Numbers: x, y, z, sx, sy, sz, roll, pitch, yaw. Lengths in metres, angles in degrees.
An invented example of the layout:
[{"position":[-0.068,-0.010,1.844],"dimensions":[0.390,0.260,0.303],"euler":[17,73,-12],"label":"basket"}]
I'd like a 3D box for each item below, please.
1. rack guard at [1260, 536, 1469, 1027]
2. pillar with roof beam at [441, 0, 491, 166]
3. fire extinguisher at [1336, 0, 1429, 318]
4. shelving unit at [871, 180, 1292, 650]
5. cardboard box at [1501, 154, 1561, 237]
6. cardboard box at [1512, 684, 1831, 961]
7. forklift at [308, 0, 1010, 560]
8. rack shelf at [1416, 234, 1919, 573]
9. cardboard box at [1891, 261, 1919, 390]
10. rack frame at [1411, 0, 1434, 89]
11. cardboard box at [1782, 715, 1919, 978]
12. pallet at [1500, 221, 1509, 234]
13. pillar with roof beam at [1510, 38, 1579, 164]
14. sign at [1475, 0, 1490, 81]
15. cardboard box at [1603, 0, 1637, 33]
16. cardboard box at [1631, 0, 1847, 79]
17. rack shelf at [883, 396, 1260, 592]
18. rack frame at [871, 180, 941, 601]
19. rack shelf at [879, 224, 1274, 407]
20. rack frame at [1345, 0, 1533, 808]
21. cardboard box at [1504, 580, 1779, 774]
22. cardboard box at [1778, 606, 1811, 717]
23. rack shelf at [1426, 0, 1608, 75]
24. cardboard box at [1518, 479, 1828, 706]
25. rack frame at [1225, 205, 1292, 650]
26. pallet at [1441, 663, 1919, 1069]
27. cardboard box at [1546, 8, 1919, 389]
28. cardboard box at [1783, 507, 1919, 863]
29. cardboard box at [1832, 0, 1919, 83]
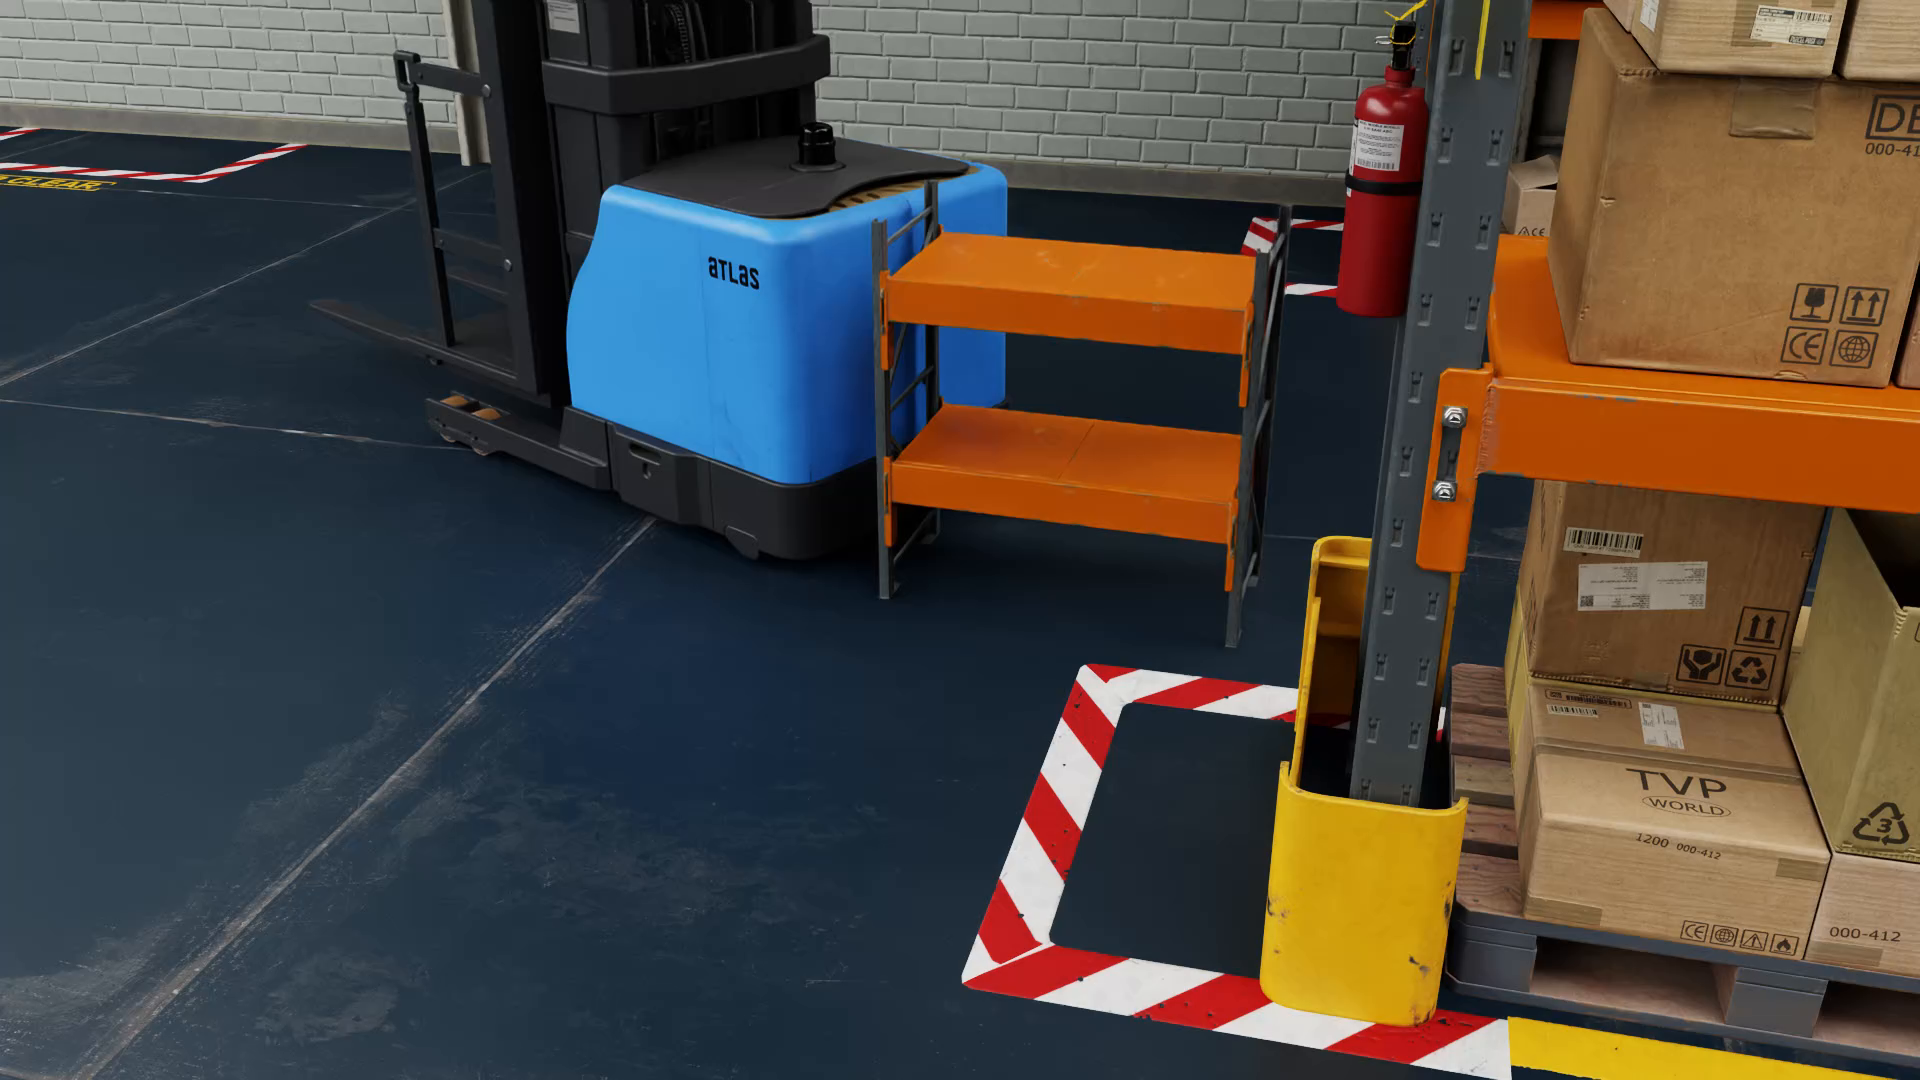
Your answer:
[{"position":[0.904,0.471,3.679],"dimensions":[0.348,0.500,1.175],"euler":[6,26,13],"label":"rack guard"},{"position":[-3.832,-4.562,4.363],"dimensions":[0.400,9.000,9.100],"euler":[6,26,13],"label":"pillar with roof beam"},{"position":[0.929,-0.826,3.585],"dimensions":[0.183,0.674,0.296],"euler":[6,26,13],"label":"fire extinguisher"},{"position":[0.337,-0.372,4.722],"dimensions":[1.048,1.125,0.538],"euler":[7,26,15],"label":"shelving unit"},{"position":[2.805,-1.591,7.718],"dimensions":[0.500,0.311,0.500],"euler":[3,26,7],"label":"cardboard box"},{"position":[1.391,0.547,3.322],"dimensions":[0.500,0.250,0.500],"euler":[6,26,13],"label":"cardboard box"},{"position":[-1.283,-1.773,5.564],"dimensions":[3.031,2.935,1.130],"euler":[20,32,36],"label":"forklift"},{"position":[2.864,-0.116,2.841],"dimensions":[4.000,0.370,1.077],"euler":[6,26,13],"label":"rack shelf"},{"position":[1.886,-0.591,2.885],"dimensions":[0.500,0.500,0.700],"euler":[7,26,14],"label":"cardboard box"},{"position":[2.158,-2.718,7.469],"dimensions":[0.127,3.000,1.000],"euler":[6,26,13],"label":"rack frame"},{"position":[1.877,0.599,3.213],"dimensions":[0.500,0.250,0.500],"euler":[6,26,13],"label":"cardboard box"},{"position":[3.009,-1.349,7.837],"dimensions":[1.213,0.211,1.003],"euler":[6,26,13],"label":"pallet"},{"position":[1.979,-3.919,3.014],"dimensions":[0.400,9.000,9.100],"euler":[6,26,13],"label":"pillar with roof beam"},{"position":[0.783,-0.851,2.449],"dimensions":[0.005,0.325,0.100],"euler":[6,26,13],"label":"sign"},{"position":[1.345,-1.031,3.056],"dimensions":[0.250,0.149,0.380],"euler":[6,26,12],"label":"cardboard box"},{"position":[1.254,-0.861,2.699],"dimensions":[0.250,0.149,0.380],"euler":[6,26,13],"label":"cardboard box"},{"position":[0.337,-0.151,4.827],"dimensions":[1.000,0.278,0.538],"euler":[7,26,15],"label":"rack shelf"},{"position":[-0.149,-0.435,4.855],"dimensions":[0.032,1.125,0.500],"euler":[7,26,15],"label":"rack frame"},{"position":[0.337,-0.636,4.596],"dimensions":[1.000,0.278,0.538],"euler":[7,26,15],"label":"rack shelf"},{"position":[0.927,-0.655,3.136],"dimensions":[0.127,3.000,1.000],"euler":[6,26,13],"label":"rack frame"},{"position":[1.520,0.331,3.775],"dimensions":[0.500,0.250,0.500],"euler":[6,26,13],"label":"cardboard box"},{"position":[2.008,0.380,3.673],"dimensions":[0.500,0.250,0.500],"euler":[6,26,13],"label":"cardboard box"},{"position":[4.095,-2.179,7.174],"dimensions":[4.000,0.370,1.077],"euler":[6,26,13],"label":"rack shelf"},{"position":[1.521,-0.008,3.615],"dimensions":[0.500,0.500,0.500],"euler":[6,26,13],"label":"cardboard box"},{"position":[0.824,-0.308,4.589],"dimensions":[0.032,1.125,0.500],"euler":[7,26,15],"label":"rack frame"},{"position":[1.678,0.668,3.600],"dimensions":[1.213,0.211,1.003],"euler":[6,26,13],"label":"pallet"},{"position":[1.376,-0.645,2.998],"dimensions":[0.500,0.500,0.700],"euler":[6,26,13],"label":"cardboard box"},{"position":[1.876,0.261,3.050],"dimensions":[0.500,0.500,0.500],"euler":[6,26,13],"label":"cardboard box"},{"position":[1.510,-0.834,2.642],"dimensions":[0.250,0.149,0.380],"euler":[6,26,12],"label":"cardboard box"}]
